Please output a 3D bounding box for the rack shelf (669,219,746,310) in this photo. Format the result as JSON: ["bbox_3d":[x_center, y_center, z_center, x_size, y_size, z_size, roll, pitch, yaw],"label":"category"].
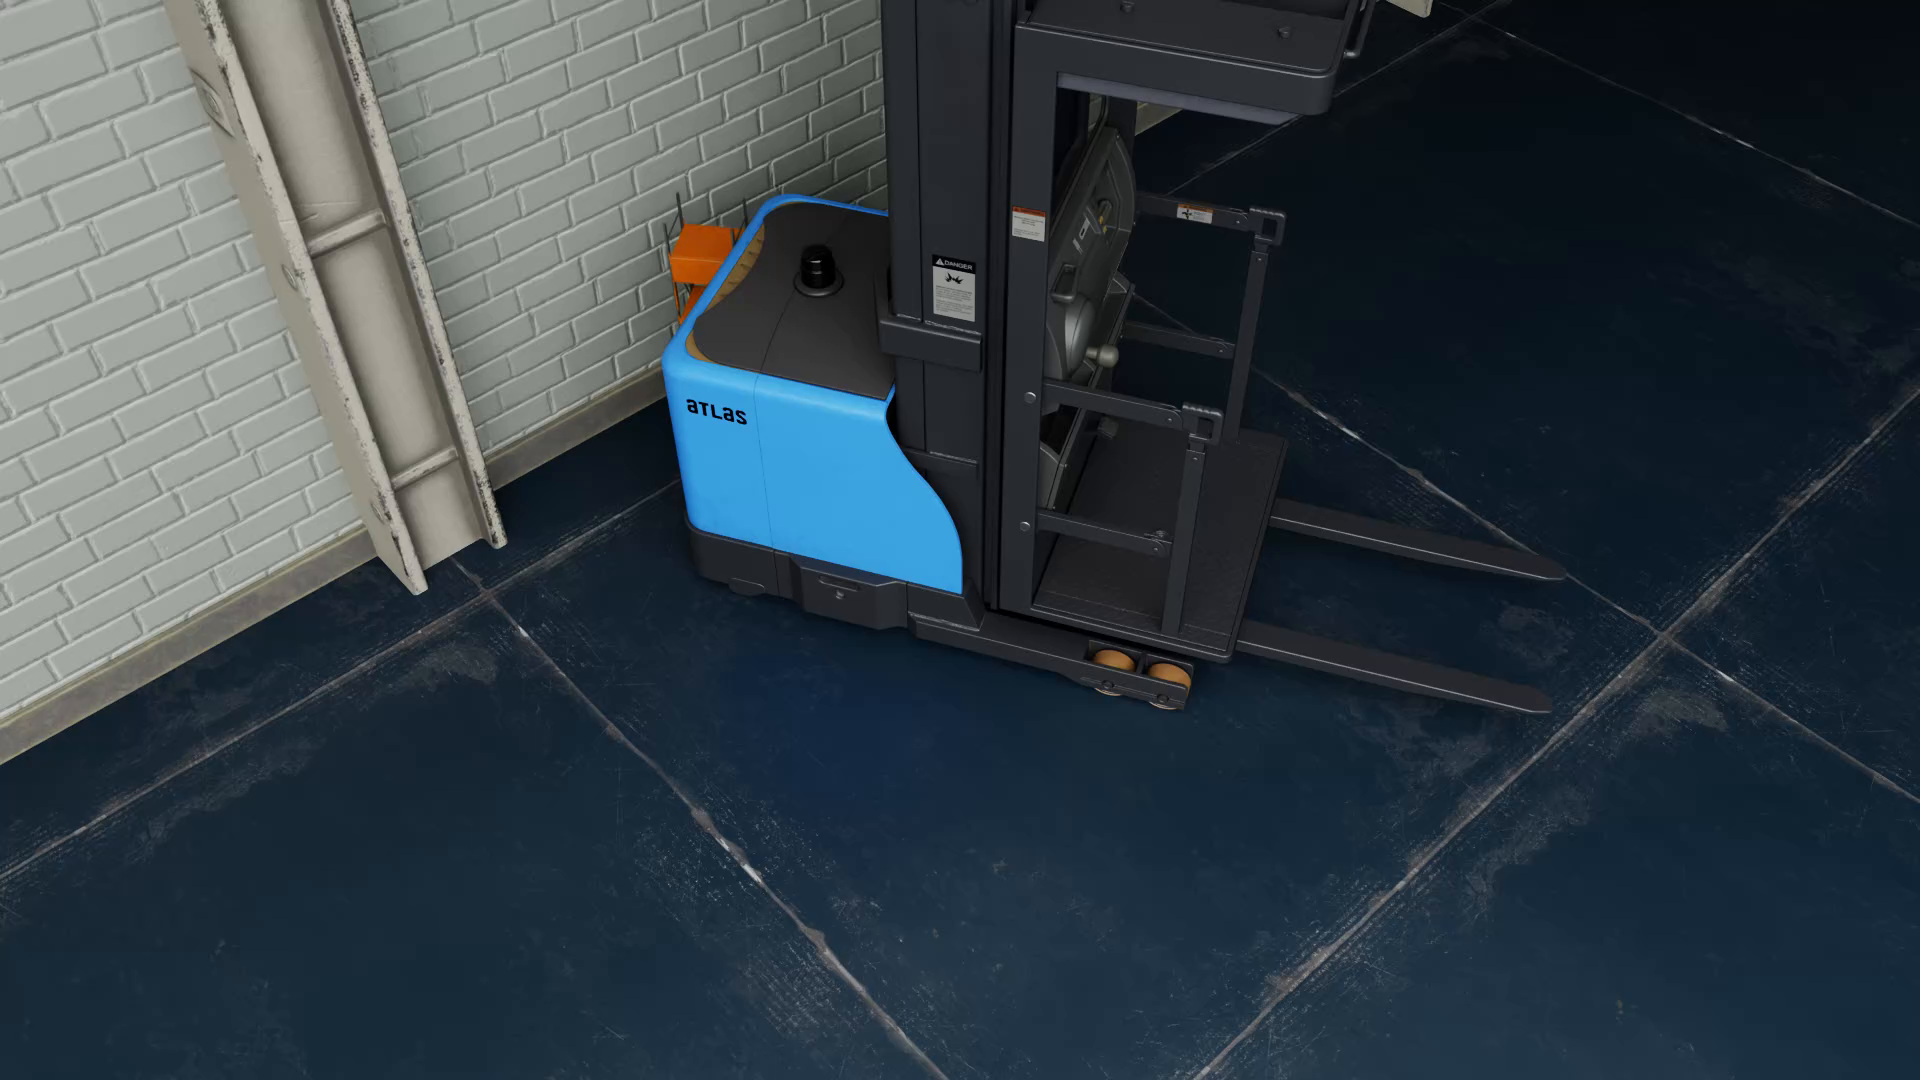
[{"bbox_3d":[-0.907,-0.996,6.083,0.240,0.259,0.215,6,48,5],"label":"rack shelf"}]

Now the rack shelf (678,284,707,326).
[{"bbox_3d":[-0.907,-0.803,6.291,0.240,0.259,0.215,6,48,5],"label":"rack shelf"}]

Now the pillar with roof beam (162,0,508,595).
[{"bbox_3d":[0.953,-0.688,0.762,0.400,9.000,9.100,-34,56,-27],"label":"pillar with roof beam"}]

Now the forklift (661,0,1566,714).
[{"bbox_3d":[0.592,-0.854,5.043,3.031,2.935,1.130,13,49,12],"label":"forklift"}]

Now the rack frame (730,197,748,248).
[{"bbox_3d":[-0.786,-0.798,6.272,0.008,1.050,0.200,6,48,5],"label":"rack frame"}]

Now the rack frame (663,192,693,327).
[{"bbox_3d":[-1.028,-0.823,6.295,0.008,1.050,0.200,6,48,5],"label":"rack frame"}]

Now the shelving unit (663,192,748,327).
[{"bbox_3d":[-0.907,-0.810,6.283,0.252,1.050,0.215,6,48,5],"label":"shelving unit"}]
